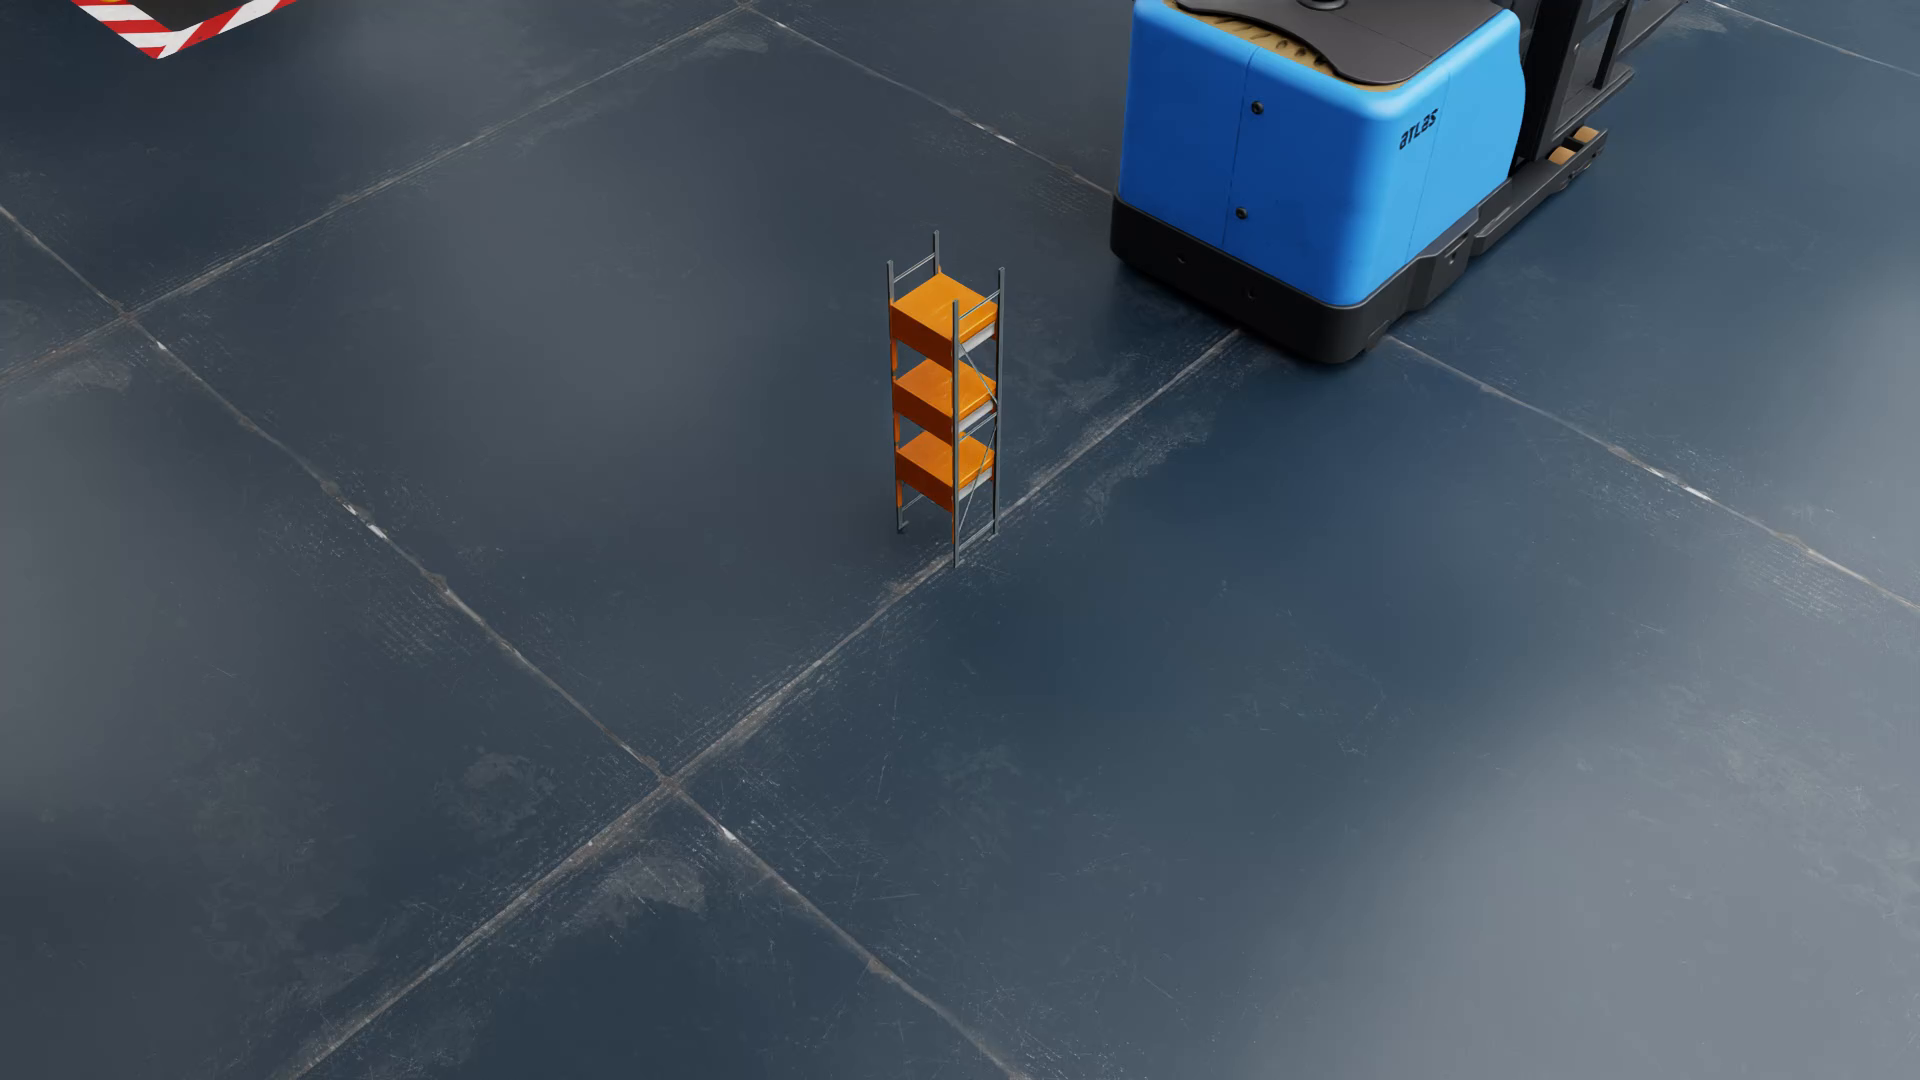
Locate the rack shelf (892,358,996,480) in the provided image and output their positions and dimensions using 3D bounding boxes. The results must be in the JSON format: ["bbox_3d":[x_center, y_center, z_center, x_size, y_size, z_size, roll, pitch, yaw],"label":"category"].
[{"bbox_3d":[-0.039,-0.379,4.900,0.240,0.259,0.215,34,55,28],"label":"rack shelf"}]

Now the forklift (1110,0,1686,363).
[{"bbox_3d":[1.919,-2.602,5.682,1.130,2.935,3.031,34,55,27],"label":"forklift"}]

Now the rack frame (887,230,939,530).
[{"bbox_3d":[-0.129,-0.446,4.949,0.008,1.050,0.200,34,55,28],"label":"rack frame"}]

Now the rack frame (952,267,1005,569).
[{"bbox_3d":[0.050,-0.326,4.835,0.008,1.050,0.200,34,55,28],"label":"rack frame"}]

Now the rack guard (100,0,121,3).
[{"bbox_3d":[-3.584,-2.985,7.710,0.348,0.500,1.175,34,55,28],"label":"rack guard"}]

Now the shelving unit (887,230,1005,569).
[{"bbox_3d":[-0.039,-0.386,4.892,0.252,1.050,0.215,34,55,28],"label":"shelving unit"}]

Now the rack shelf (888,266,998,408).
[{"bbox_3d":[-0.039,-0.573,4.693,0.240,0.259,0.215,34,55,28],"label":"rack shelf"}]

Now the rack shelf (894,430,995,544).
[{"bbox_3d":[-0.039,-0.188,5.102,0.240,0.259,0.215,34,55,28],"label":"rack shelf"}]
